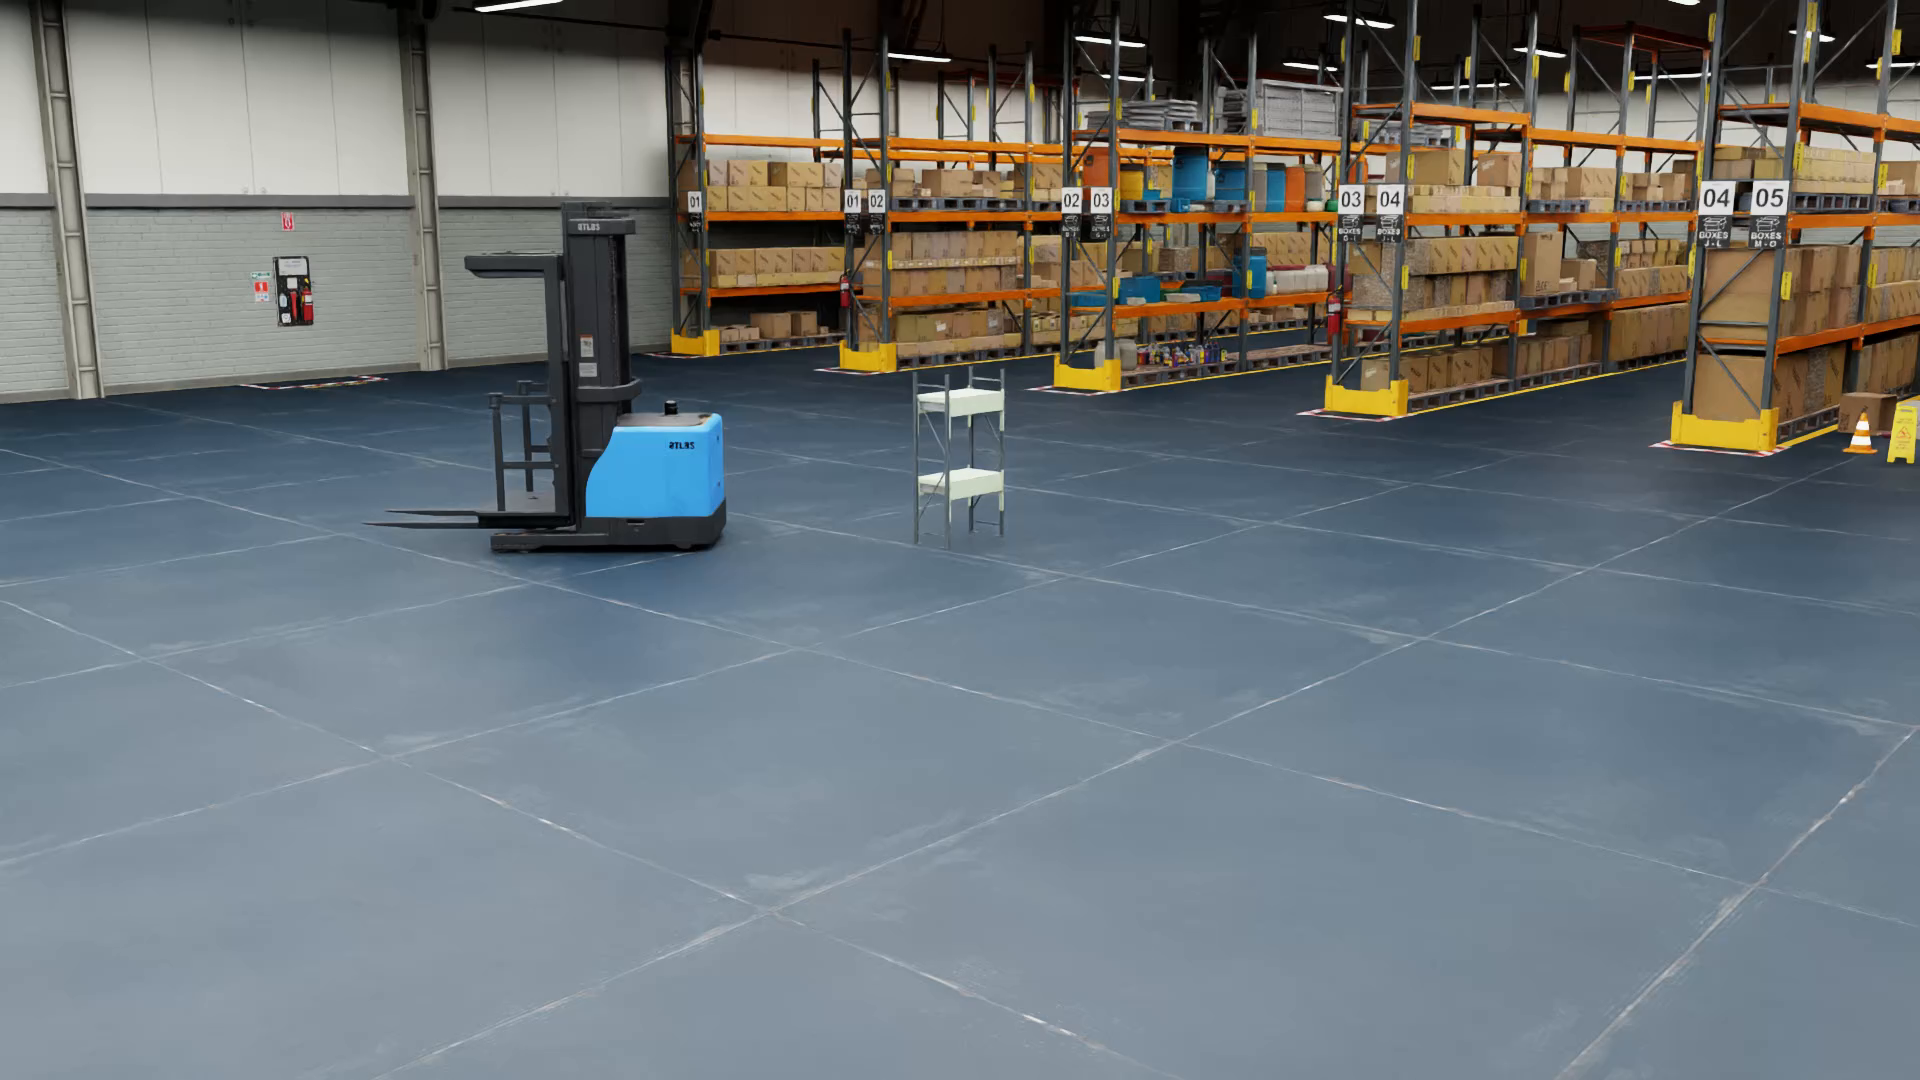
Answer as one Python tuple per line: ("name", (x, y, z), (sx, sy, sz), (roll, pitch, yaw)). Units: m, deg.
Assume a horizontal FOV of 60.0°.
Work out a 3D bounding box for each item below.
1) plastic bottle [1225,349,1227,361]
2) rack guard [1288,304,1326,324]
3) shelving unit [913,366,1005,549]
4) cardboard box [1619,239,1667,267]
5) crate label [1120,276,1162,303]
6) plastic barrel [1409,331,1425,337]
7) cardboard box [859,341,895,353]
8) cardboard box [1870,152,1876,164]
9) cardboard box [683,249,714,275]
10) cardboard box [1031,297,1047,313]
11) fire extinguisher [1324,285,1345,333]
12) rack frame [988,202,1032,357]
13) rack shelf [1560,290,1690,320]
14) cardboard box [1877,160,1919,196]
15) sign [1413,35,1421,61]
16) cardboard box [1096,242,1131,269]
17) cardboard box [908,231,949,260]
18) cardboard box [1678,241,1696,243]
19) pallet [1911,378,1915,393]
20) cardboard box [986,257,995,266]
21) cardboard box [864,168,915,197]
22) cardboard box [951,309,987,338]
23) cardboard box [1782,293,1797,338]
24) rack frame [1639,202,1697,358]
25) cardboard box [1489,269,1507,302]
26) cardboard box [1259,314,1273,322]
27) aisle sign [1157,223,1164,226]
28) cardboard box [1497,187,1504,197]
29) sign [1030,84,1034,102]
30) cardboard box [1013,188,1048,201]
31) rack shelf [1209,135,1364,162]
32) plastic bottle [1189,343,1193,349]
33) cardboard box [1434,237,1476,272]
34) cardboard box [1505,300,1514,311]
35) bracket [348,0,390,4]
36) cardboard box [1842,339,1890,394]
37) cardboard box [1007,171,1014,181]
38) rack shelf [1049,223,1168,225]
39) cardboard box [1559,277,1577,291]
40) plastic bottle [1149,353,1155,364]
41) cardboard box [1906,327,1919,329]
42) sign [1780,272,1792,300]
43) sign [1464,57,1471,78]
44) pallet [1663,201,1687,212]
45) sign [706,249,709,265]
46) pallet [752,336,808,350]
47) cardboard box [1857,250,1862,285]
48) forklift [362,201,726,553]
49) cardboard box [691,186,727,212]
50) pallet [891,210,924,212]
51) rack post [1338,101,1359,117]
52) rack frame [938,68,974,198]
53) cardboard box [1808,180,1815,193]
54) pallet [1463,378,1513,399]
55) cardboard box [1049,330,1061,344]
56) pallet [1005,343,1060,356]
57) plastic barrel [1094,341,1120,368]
("plastic bottle", (4.692, -3.277, 29.484), (0.097, 0.201, 0.097), (0, 11, 0))
("rack guard", (8.851, -5.697, 41.959), (1.175, 0.500, 0.348), (10, 15, 40))
("shelving unit", (-0.004, -0.734, 14.559), (0.431, 1.500, 0.755), (10, 15, 40))
("cardboard box", (12.822, -5.411, 31.326), (0.797, 0.503, 0.637), (10, 15, 41))
("crate label", (3.069, -4.262, 28.302), (0.502, 0.435, 0.616), (10, 15, 40))
("plastic barrel", (9.607, -4.804, 35.389), (0.600, 0.901, 0.708), (10, 15, 40))
("cardboard box", (-1.529, -3.555, 30.799), (0.500, 0.250, 0.500), (10, 15, 40))
("cardboard box", (12.075, -5.130, 22.356), (0.380, 0.149, 0.250), (10, 15, 40))
("cardboard box", (-5.233, -5.621, 33.612), (0.500, 0.500, 0.500), (10, 15, 40))
("cardboard box", (1.621, -5.894, 40.977), (0.750, 0.750, 0.750), (10, 15, 42))
("fire extinguisher", (5.356, -3.304, 23.790), (0.296, 0.674, 0.183), (10, 15, 40))
("rack frame", (0.980, -5.169, 32.931), (1.000, 3.000, 0.127), (10, 15, 40))
("rack shelf", (12.379, -4.417, 31.006), (1.077, 0.370, 4.000), (10, 15, 40))
("cardboard box", (13.781, -5.303, 24.360), (0.500, 0.500, 0.500), (10, 15, 40))
("sign", (6.185, -6.667, 22.531), (0.100, 0.325, 0.005), (10, 15, 40))
("cardboard box", (3.866, -7.425, 43.464), (0.980, 0.700, 0.700), (9, 14, 38))
("cardboard box", (-0.633, -5.493, 30.985), (0.700, 0.500, 0.500), (10, 15, 41))
("cardboard box", (15.152, -5.907, 34.334), (0.500, 0.500, 0.500), (9, 15, 39))
("pallet", (15.235, -2.567, 27.024), (1.003, 0.211, 1.213), (10, 15, 40))
("cardboard box", (0.453, -5.354, 31.949), (0.380, 0.149, 0.250), (10, 15, 40))
("cardboard box", (-1.278, -6.460, 30.046), (0.637, 0.503, 0.797), (-11, 16, -44))
("cardboard box", (0.172, -4.151, 31.871), (0.500, 0.500, 0.500), (10, 15, 40))
("cardboard box", (9.995, -2.860, 20.991), (0.875, 0.550, 0.550), (10, 15, 40))
("rack frame", (13.699, -5.064, 32.408), (1.000, 3.000, 0.127), (10, 15, 40))
("cardboard box", (8.075, -4.024, 26.185), (0.875, 0.500, 0.500), (10, 15, 40))
("cardboard box", (7.263, -5.334, 39.871), (0.380, 0.166, 0.250), (10, 15, 40))
("aisle sign", (5.450, -8.821, 44.578), (0.394, 0.787, 0.004), (10, 15, 40))
("cardboard box", (8.075, -5.319, 25.392), (0.380, 0.149, 0.250), (9, 14, 38))
("sign", (1.380, -8.571, 31.859), (0.100, 0.325, 0.005), (10, 15, 40))
("cardboard box", (1.393, -6.861, 33.058), (0.500, 0.250, 0.500), (-10, 15, -42))
("rack shelf", (6.018, -7.215, 30.717), (1.077, 0.370, 4.000), (10, 15, 40))
("plastic bottle", (4.158, -3.415, 29.995), (0.097, 0.271, 0.097), (0, 11, 0))
("cardboard box", (7.336, -4.250, 24.766), (0.500, 0.500, 0.500), (10, 15, 40))
("cardboard box", (8.497, -3.694, 26.191), (0.380, 0.149, 0.250), (10, 15, 40))
("bracket", (-11.252, -8.771, 26.458), (0.076, 0.066, 4.783), (10, 15, 40))
("cardboard box", (13.059, -2.578, 24.633), (1.050, 0.750, 0.750), (10, 15, 40))
("cardboard box", (1.504, -8.893, 40.628), (0.500, 0.250, 0.500), (9, 15, 39))
("rack shelf", (3.857, -8.398, 43.277), (1.077, 0.370, 4.000), (10, 15, 40))
("cardboard box", (10.161, -4.336, 28.031), (0.396, 0.266, 0.258), (9, 15, 39))
("plastic bottle", (3.325, -3.150, 28.846), (0.097, 0.201, 0.097), (0, 11, 0))
("cardboard box", (15.690, -3.312, 27.032), (0.500, 0.250, 0.500), (10, 15, 40))
("sign", (9.850, -3.033, 19.827), (0.100, 0.325, 0.005), (10, 15, 40))
("sign", (7.998, -7.436, 26.176), (0.100, 0.325, 0.005), (10, 15, 40))
("pallet", (13.131, -6.300, 31.426), (0.805, 0.209, 1.217), (9, 14, 38))
("sign", (-4.977, -5.574, 32.752), (0.100, 0.325, 0.005), (10, 15, 40))
("pallet", (-3.966, -4.157, 34.987), (1.003, 0.211, 1.213), (10, 15, 40))
("cardboard box", (12.401, -3.844, 23.492), (0.700, 0.500, 0.500), (9, 15, 39))
("forklift", (-3.630, -1.430, 14.386), (3.031, 2.935, 1.130), (0, 11, -1))
("cardboard box", (-4.976, -6.767, 32.967), (0.500, 0.500, 0.500), (10, 15, 42))
("pallet", (-1.574, -7.417, 37.011), (1.213, 0.211, 1.003), (10, 15, 40))
("rack post", (7.779, -8.438, 32.667), (0.624, 0.289, 0.986), (10, 15, 40))
("rack frame", (-0.104, -9.339, 38.493), (1.000, 3.000, 0.127), (10, 15, 40))
("cardboard box", (10.238, -4.329, 20.381), (0.380, 0.149, 0.250), (10, 15, 41))
("pallet", (8.002, -2.416, 26.271), (1.003, 0.211, 1.213), (10, 15, 40))
("cardboard box", (1.770, -4.129, 33.671), (0.500, 0.250, 0.500), (10, 15, 42))
("pallet", (1.437, -3.915, 33.772), (1.003, 0.211, 1.213), (10, 15, 40))
("plastic barrel", (2.434, -3.032, 27.512), (0.421, 0.512, 0.421), (0, 11, 0))
